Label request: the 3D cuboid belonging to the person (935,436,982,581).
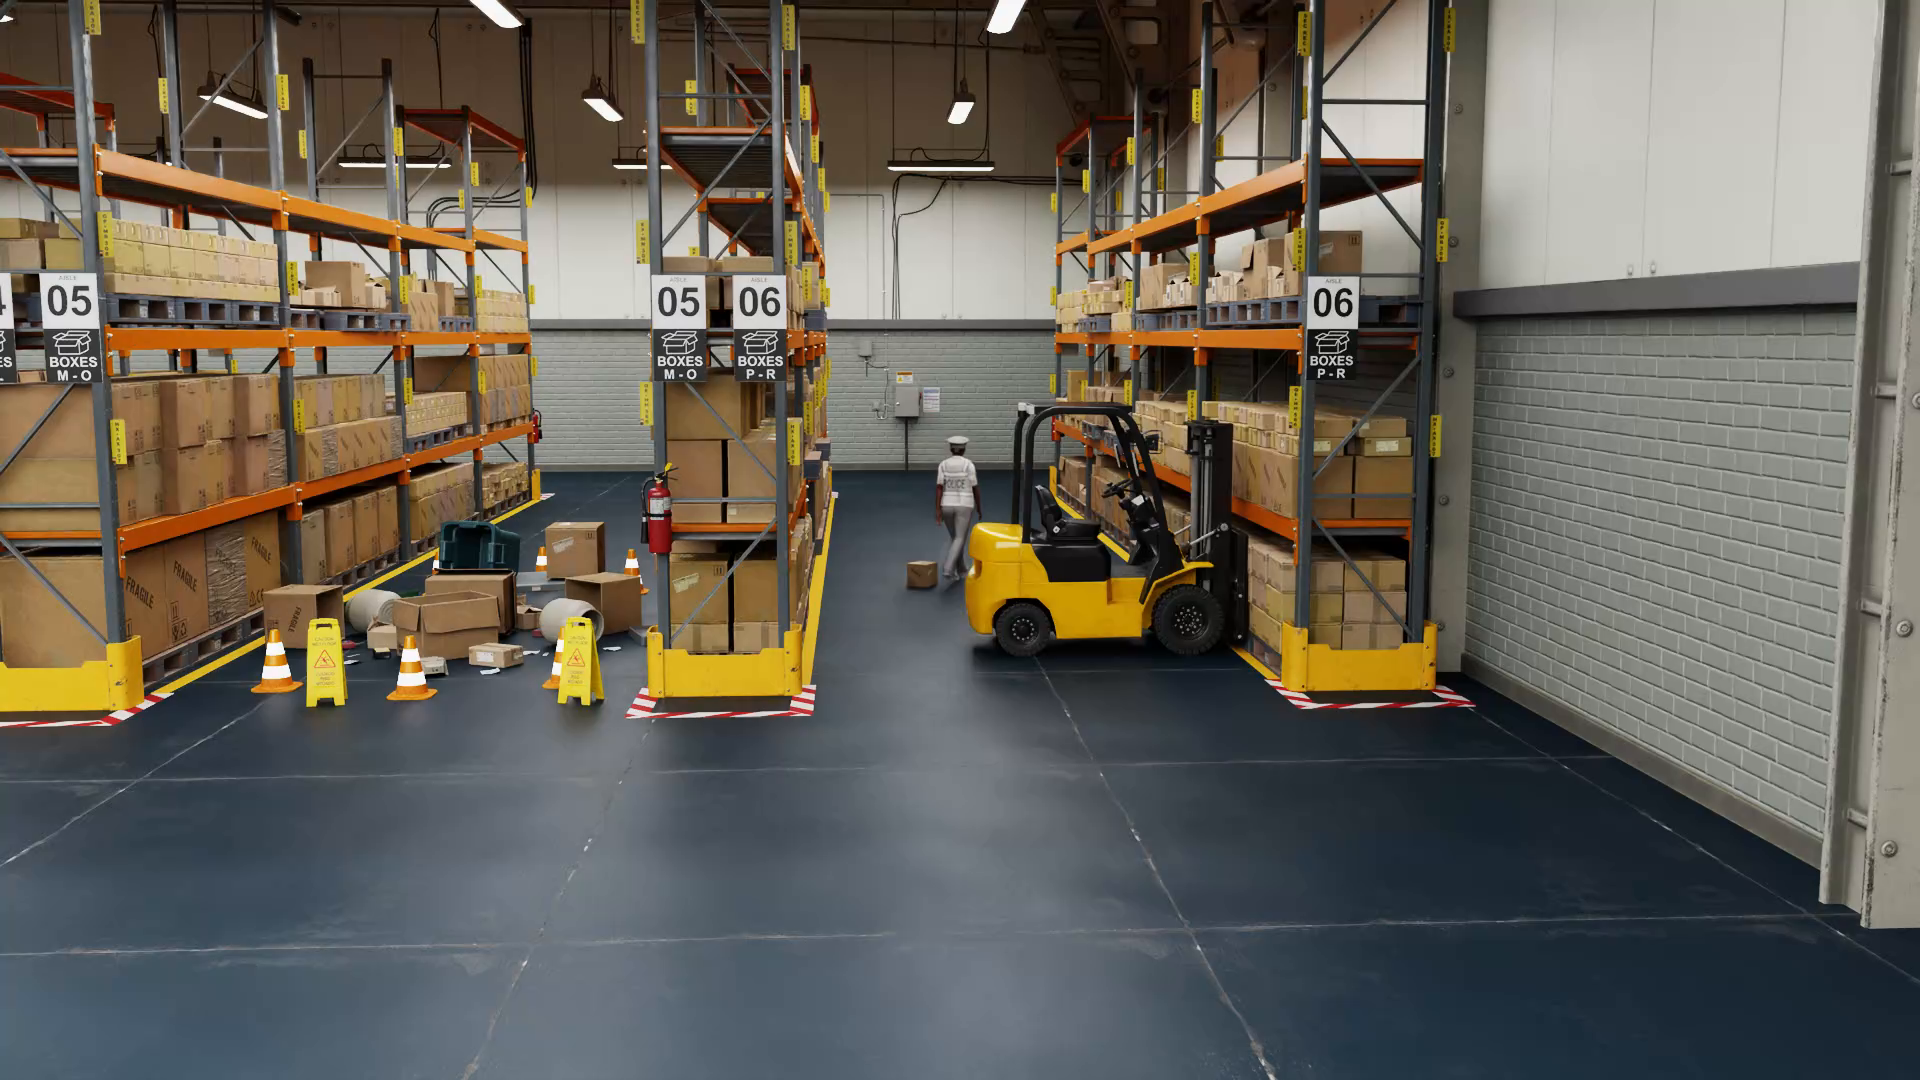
[{"bbox_3d":[-0.033,-0.351,18.590,0.454,1.604,1.068,3,8,23],"label":"person"}]
